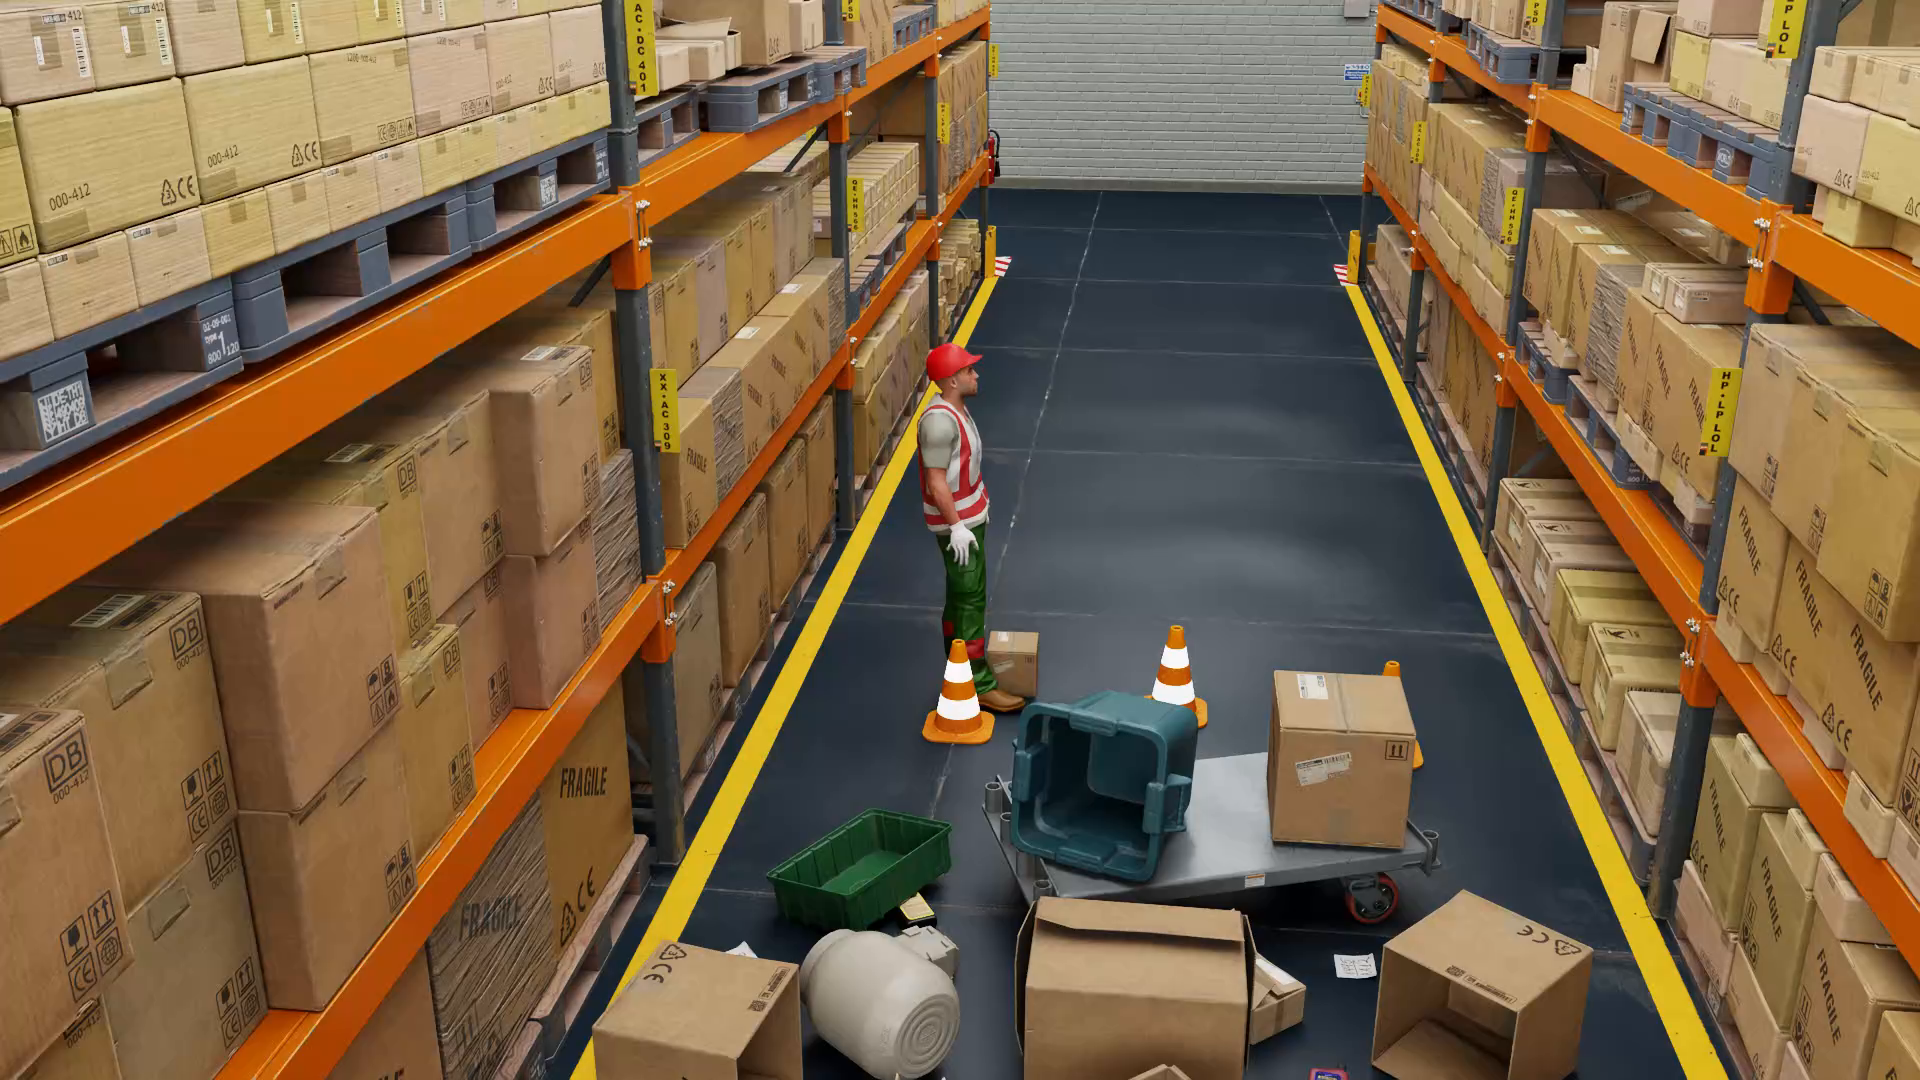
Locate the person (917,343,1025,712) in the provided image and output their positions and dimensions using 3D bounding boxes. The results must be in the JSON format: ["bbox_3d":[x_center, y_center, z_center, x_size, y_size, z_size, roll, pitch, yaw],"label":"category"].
[{"bbox_3d":[0.077,-0.086,8.244,0.562,1.790,0.637,2,21,6],"label":"person"}]
